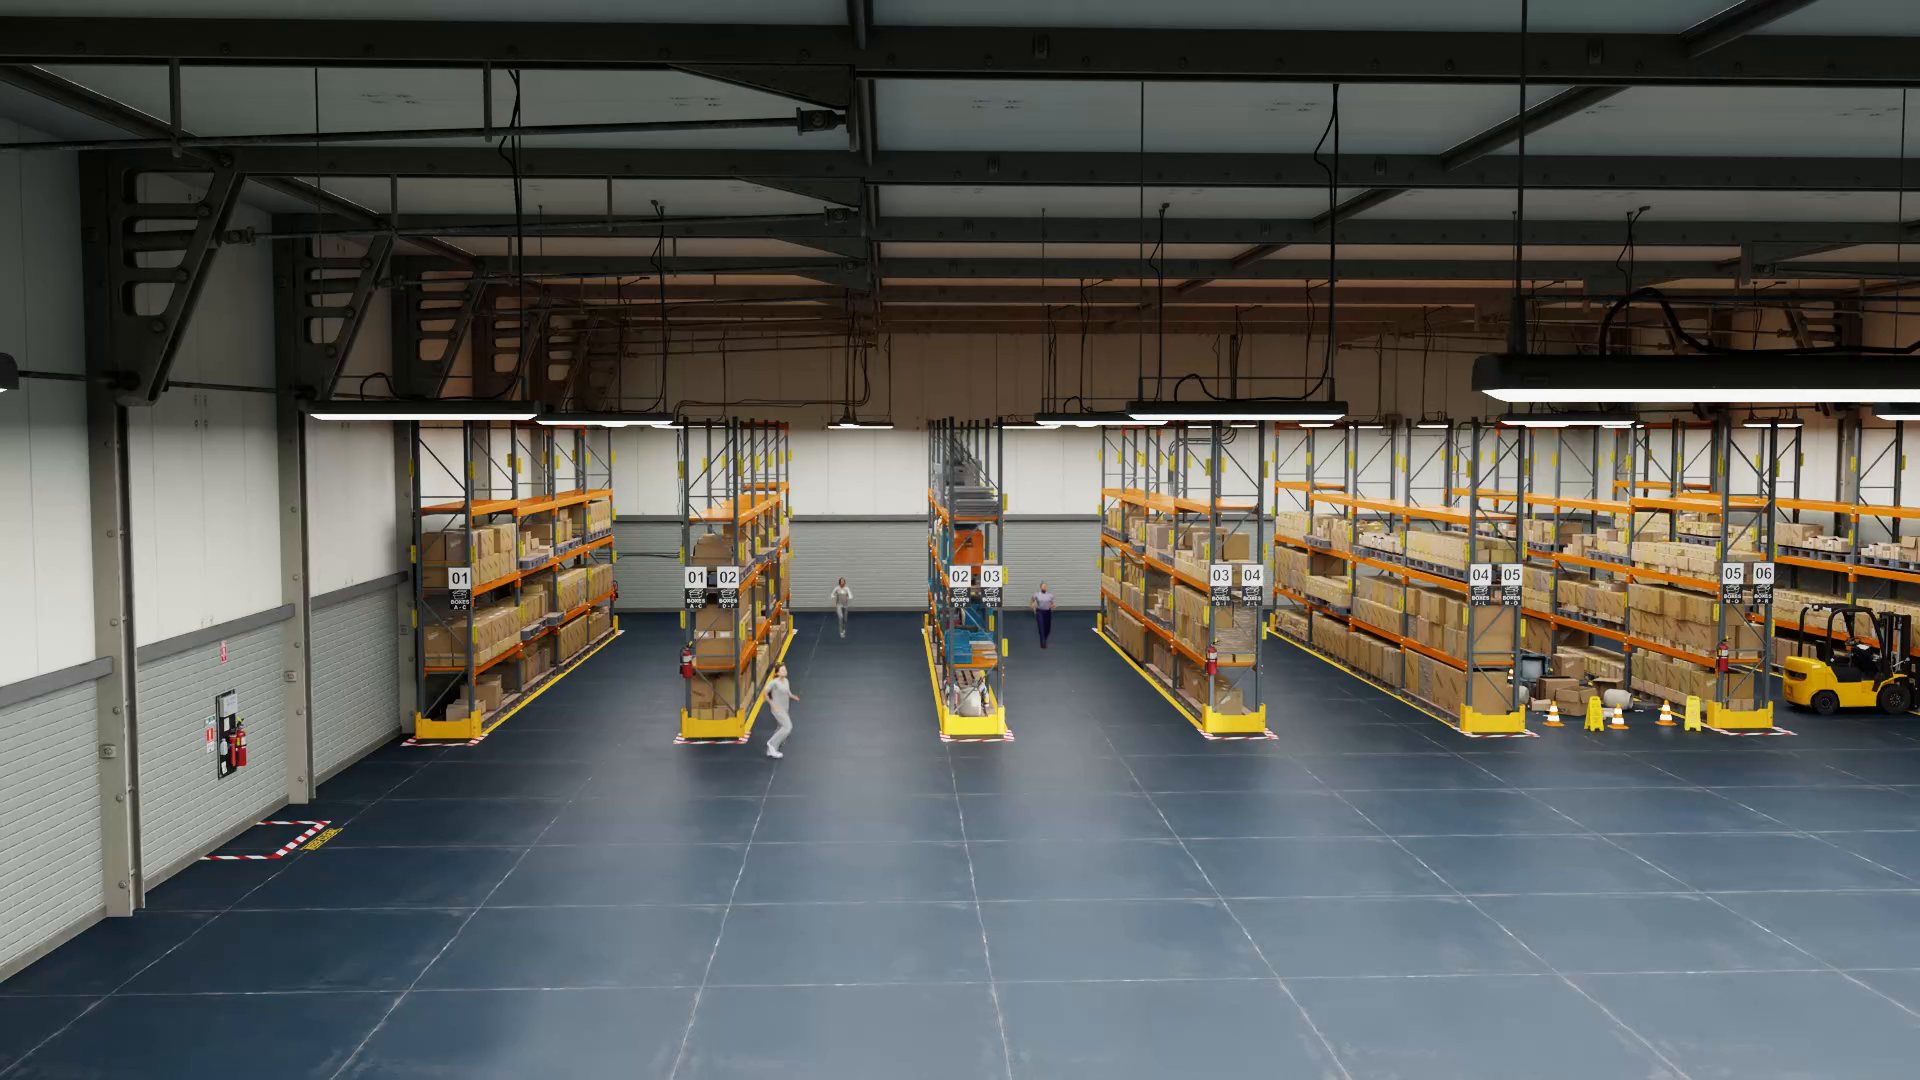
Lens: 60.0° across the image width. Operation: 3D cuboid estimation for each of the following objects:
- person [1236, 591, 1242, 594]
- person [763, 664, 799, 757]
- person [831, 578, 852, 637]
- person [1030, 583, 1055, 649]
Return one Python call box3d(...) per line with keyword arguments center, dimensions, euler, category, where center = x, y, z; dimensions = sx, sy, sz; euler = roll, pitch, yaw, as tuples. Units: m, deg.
box3d(center=(7.764, 1.826, 46.391), dimensions=(0.687, 1.751, 0.637), euler=(0, 4, 2), category="person")
box3d(center=(-3.118, 2.991, 29.197), dimensions=(0.593, 1.637, 0.546), euler=(2, 4, 27), category="person")
box3d(center=(-3.140, 1.800, 44.301), dimensions=(0.539, 1.591, 0.864), euler=(-1, 4, -12), category="person")
box3d(center=(2.099, 1.902, 41.866), dimensions=(0.620, 1.656, 0.786), euler=(-1, 4, -12), category="person")
